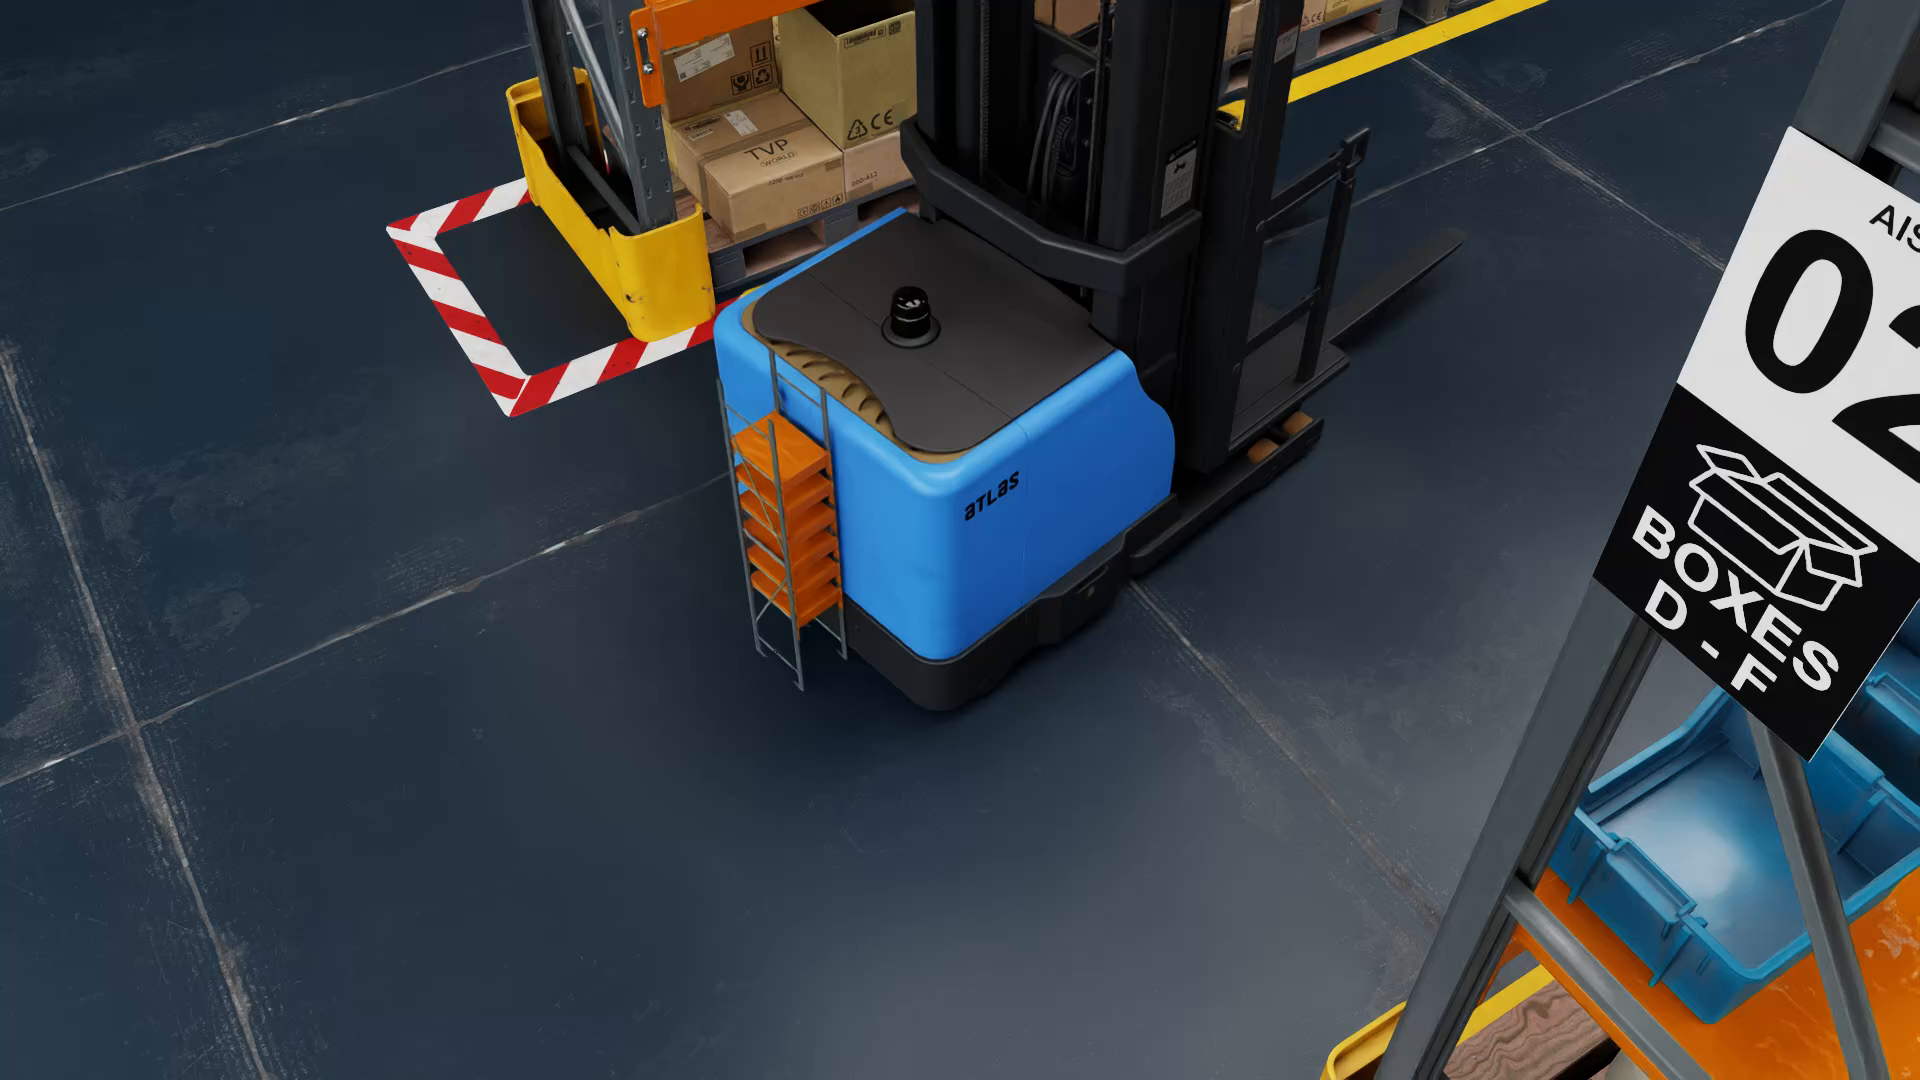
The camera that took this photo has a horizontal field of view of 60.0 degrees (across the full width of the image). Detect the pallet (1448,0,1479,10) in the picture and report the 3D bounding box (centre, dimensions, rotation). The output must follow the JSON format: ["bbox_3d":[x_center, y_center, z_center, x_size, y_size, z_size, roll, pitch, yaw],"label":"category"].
[{"bbox_3d":[2.614,-3.176,8.437,1.213,0.211,1.003,-25,53,-21],"label":"pallet"}]

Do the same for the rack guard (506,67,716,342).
[{"bbox_3d":[-1.392,-1.350,6.617,0.348,0.500,1.175,-25,53,-21],"label":"rack guard"}]

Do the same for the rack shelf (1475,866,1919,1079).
[{"bbox_3d":[2.960,0.382,3.883,4.000,0.370,1.077,-25,53,-21],"label":"rack shelf"}]

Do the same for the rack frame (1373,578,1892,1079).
[{"bbox_3d":[1.268,0.939,2.905,0.127,3.000,1.000,-25,53,-21],"label":"rack frame"}]

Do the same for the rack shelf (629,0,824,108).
[{"bbox_3d":[0.320,-2.748,6.671,4.000,0.370,1.077,-25,53,-21],"label":"rack shelf"}]

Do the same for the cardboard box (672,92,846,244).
[{"bbox_3d":[-0.800,-1.489,6.628,0.500,0.250,0.500,-25,53,-21],"label":"cardboard box"}]

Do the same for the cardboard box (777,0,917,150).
[{"bbox_3d":[-0.378,-1.939,6.526,0.500,0.500,0.500,-25,53,-21],"label":"cardboard box"}]

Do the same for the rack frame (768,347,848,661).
[{"bbox_3d":[-0.449,-0.073,5.011,0.006,1.200,0.240,-36,57,-27],"label":"rack frame"}]

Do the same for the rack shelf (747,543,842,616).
[{"bbox_3d":[-0.515,0.084,5.092,0.180,0.103,0.258,-36,57,-27],"label":"rack shelf"}]

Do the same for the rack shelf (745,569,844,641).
[{"bbox_3d":[-0.515,0.164,5.182,0.180,0.103,0.258,-36,57,-27],"label":"rack shelf"}]

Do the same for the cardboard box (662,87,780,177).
[{"bbox_3d":[-1.076,-1.816,6.919,0.500,0.250,0.500,-25,53,-21],"label":"cardboard box"}]

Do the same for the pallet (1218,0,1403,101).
[{"bbox_3d":[1.316,-2.567,7.895,1.213,0.211,1.003,-25,53,-21],"label":"pallet"}]

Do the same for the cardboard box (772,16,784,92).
[{"bbox_3d":[-0.659,-2.023,7.103,0.500,0.250,0.500,-25,53,-21],"label":"cardboard box"}]

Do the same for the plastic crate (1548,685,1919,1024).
[{"bbox_3d":[1.532,0.600,3.306,0.616,0.251,0.499,-25,53,-21],"label":"plastic crate"}]

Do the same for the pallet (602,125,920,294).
[{"bbox_3d":[-0.747,-1.595,7.029,1.213,0.211,1.003,-25,53,-21],"label":"pallet"}]

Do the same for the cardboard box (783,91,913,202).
[{"bbox_3d":[-0.379,-1.691,6.807,0.500,0.250,0.500,-25,53,-21],"label":"cardboard box"}]

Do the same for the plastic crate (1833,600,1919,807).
[{"bbox_3d":[2.084,0.345,3.534,0.408,0.251,0.499,-25,53,-21],"label":"plastic crate"}]

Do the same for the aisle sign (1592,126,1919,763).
[{"bbox_3d":[1.049,-0.084,2.076,0.004,0.787,0.394,-25,53,-21],"label":"aisle sign"}]

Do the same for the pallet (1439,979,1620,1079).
[{"bbox_3d":[1.997,1.486,4.285,1.213,0.211,1.003,-25,53,-21],"label":"pallet"}]

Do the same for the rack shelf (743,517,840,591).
[{"bbox_3d":[-0.515,0.004,5.002,0.180,0.103,0.258,-36,57,-27],"label":"rack shelf"}]

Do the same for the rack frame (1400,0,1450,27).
[{"bbox_3d":[2.011,-3.785,7.112,0.127,3.000,1.000,-25,53,-21],"label":"rack frame"}]

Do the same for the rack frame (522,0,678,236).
[{"bbox_3d":[-1.372,-2.191,5.692,0.127,3.000,1.000,-25,53,-21],"label":"rack frame"}]

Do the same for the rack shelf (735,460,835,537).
[{"bbox_3d":[-0.515,-0.156,4.823,0.180,0.103,0.258,-36,57,-27],"label":"rack shelf"}]

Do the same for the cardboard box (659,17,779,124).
[{"bbox_3d":[-1.077,-2.067,6.640,0.500,0.500,0.500,-25,53,-21],"label":"cardboard box"}]

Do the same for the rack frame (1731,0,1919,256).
[{"bbox_3d":[1.268,-1.056,0.665,0.127,3.000,1.000,-25,53,-21],"label":"rack frame"}]

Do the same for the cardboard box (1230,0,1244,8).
[{"bbox_3d":[0.886,-2.543,7.064,0.500,0.500,0.500,-25,53,-21],"label":"cardboard box"}]

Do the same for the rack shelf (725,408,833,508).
[{"bbox_3d":[-0.515,-0.235,4.734,0.180,0.103,0.258,-36,57,-27],"label":"rack shelf"}]

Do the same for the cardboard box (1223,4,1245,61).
[{"bbox_3d":[0.892,-2.286,7.337,0.500,0.250,0.500,-25,53,-21],"label":"cardboard box"}]

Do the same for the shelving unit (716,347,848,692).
[{"bbox_3d":[-0.515,-0.026,4.969,0.189,1.200,0.258,-36,57,-27],"label":"shelving unit"}]

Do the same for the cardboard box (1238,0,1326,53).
[{"bbox_3d":[1.307,-2.494,7.522,0.500,0.250,0.500,-25,53,-21],"label":"cardboard box"}]

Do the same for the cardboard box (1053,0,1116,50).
[{"bbox_3d":[0.471,-2.335,6.878,0.500,0.500,0.500,-25,53,-21],"label":"cardboard box"}]

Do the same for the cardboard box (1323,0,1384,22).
[{"bbox_3d":[1.736,-2.687,7.694,0.500,0.250,0.500,-25,53,-21],"label":"cardboard box"}]

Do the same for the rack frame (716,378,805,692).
[{"bbox_3d":[-0.581,0.022,4.927,0.006,1.200,0.240,-36,57,-27],"label":"rack frame"}]

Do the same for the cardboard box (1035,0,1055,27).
[{"bbox_3d":[0.038,-2.146,6.711,0.500,0.500,0.500,-25,53,-21],"label":"cardboard box"}]

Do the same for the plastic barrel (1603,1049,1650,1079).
[{"bbox_3d":[1.784,1.316,3.954,0.421,0.512,0.421,0,48,0],"label":"plastic barrel"}]

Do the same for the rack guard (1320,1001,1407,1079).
[{"bbox_3d":[1.307,1.711,3.892,0.348,0.500,1.175,-25,53,-21],"label":"rack guard"}]

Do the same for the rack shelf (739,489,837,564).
[{"bbox_3d":[-0.515,-0.076,4.913,0.180,0.103,0.258,-36,57,-27],"label":"rack shelf"}]

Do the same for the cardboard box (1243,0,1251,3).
[{"bbox_3d":[1.307,-2.745,7.243,0.500,0.500,0.500,-25,53,-21],"label":"cardboard box"}]

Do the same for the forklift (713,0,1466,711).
[{"bbox_3d":[0.664,-1.426,5.057,3.031,2.935,1.130,-36,57,-27],"label":"forklift"}]
